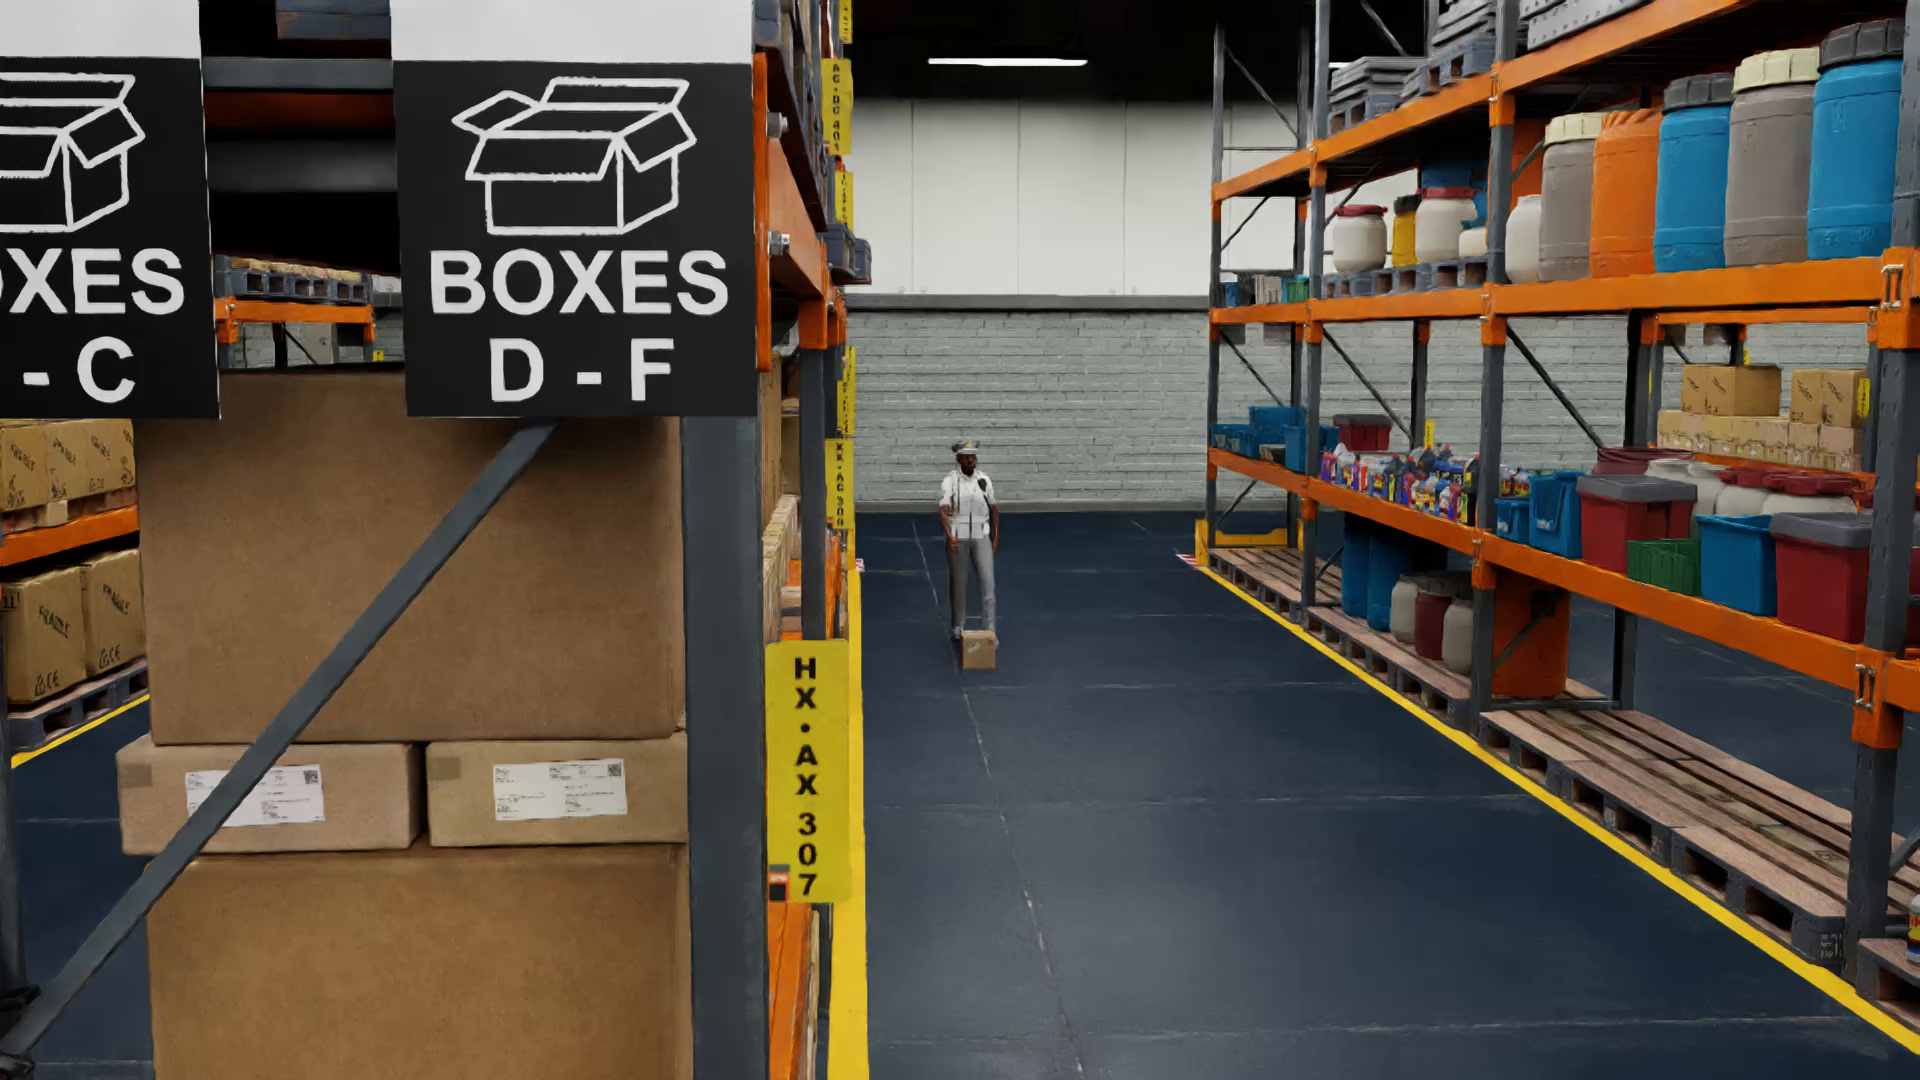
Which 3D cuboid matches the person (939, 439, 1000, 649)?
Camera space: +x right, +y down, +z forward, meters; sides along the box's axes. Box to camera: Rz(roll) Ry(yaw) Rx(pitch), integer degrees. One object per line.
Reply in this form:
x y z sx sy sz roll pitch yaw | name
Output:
0.096 0.009 13.618 0.522 1.673 0.768 -1 7 -9 | person
